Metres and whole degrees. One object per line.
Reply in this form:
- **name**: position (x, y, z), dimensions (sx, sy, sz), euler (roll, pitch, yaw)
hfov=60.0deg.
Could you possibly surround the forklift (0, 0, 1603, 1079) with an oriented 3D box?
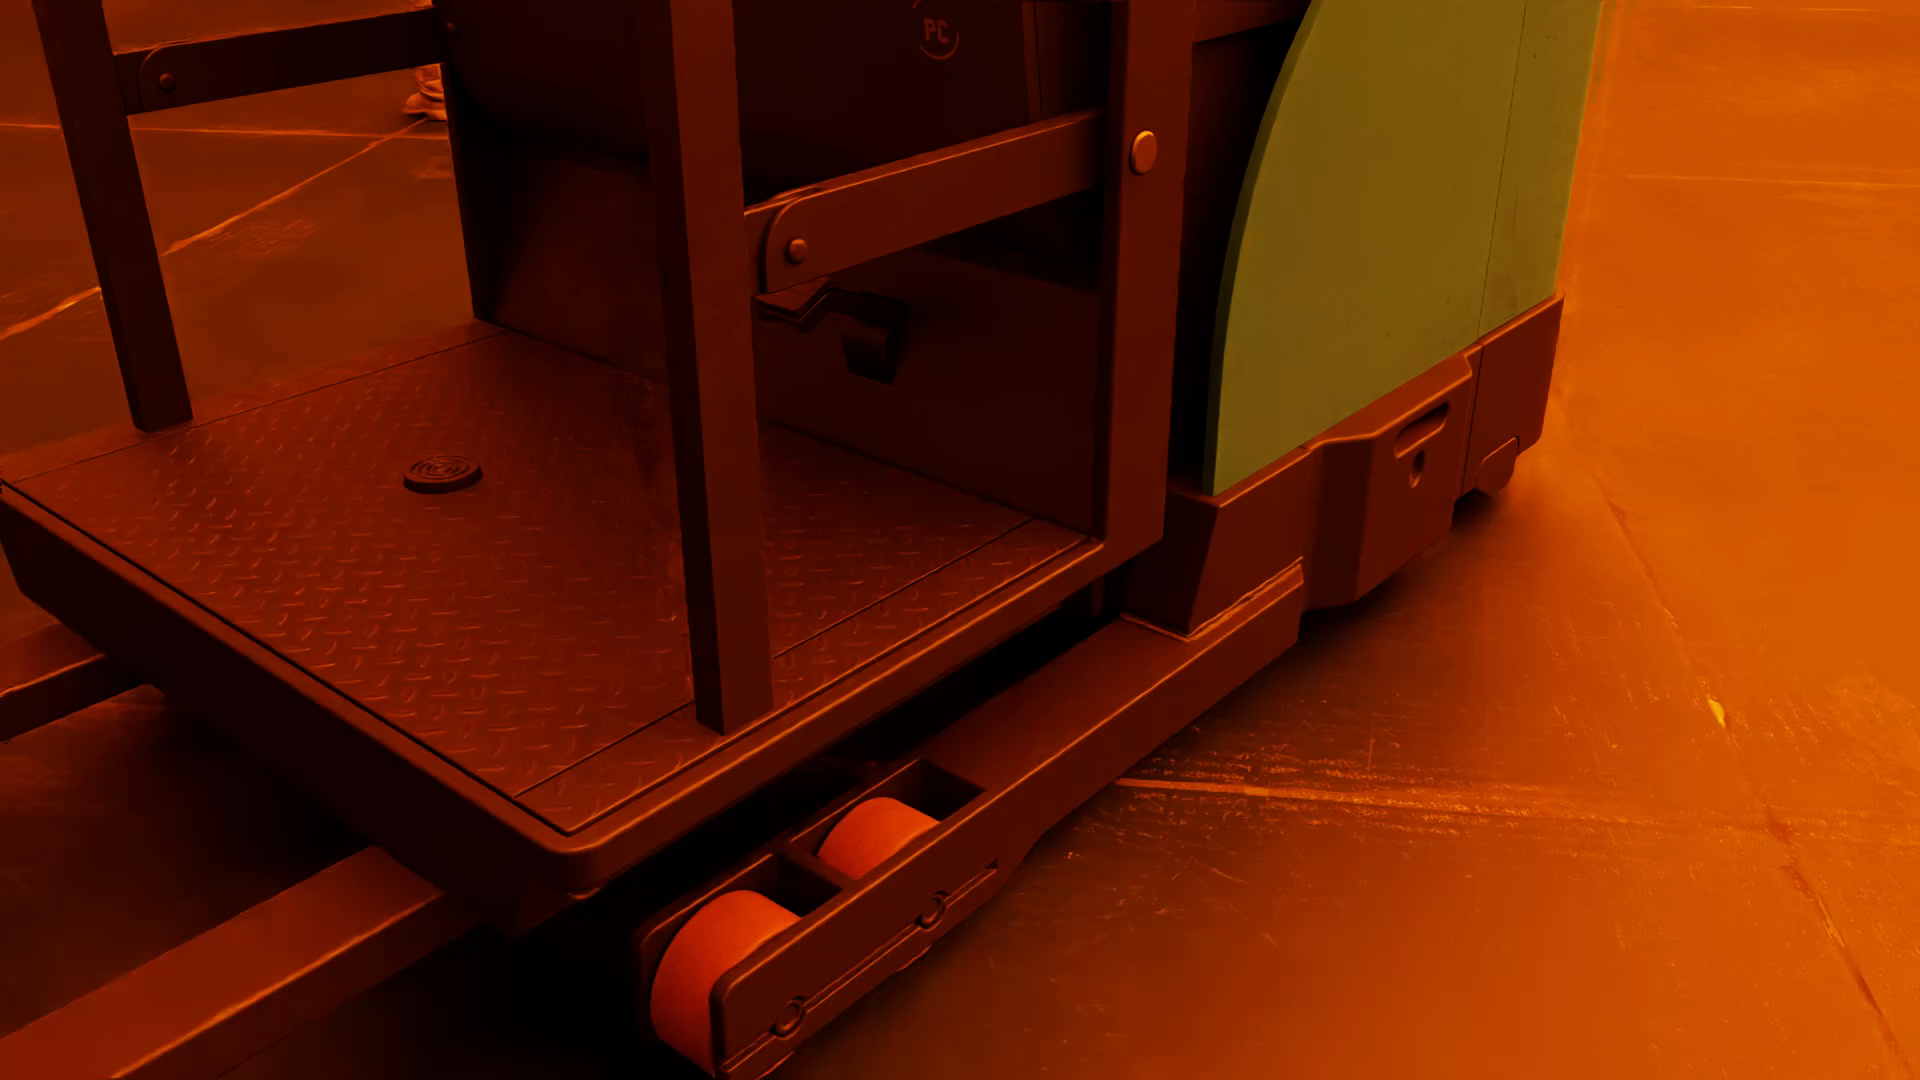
- **forklift**: position (-0.395, -1.074, 1.370), dimensions (1.130, 2.935, 3.031), euler (21, 33, 35)

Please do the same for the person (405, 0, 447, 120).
- **person**: position (-1.429, -2.103, 4.752), dimensions (0.595, 1.782, 0.463), euler (-12, 29, -22)
